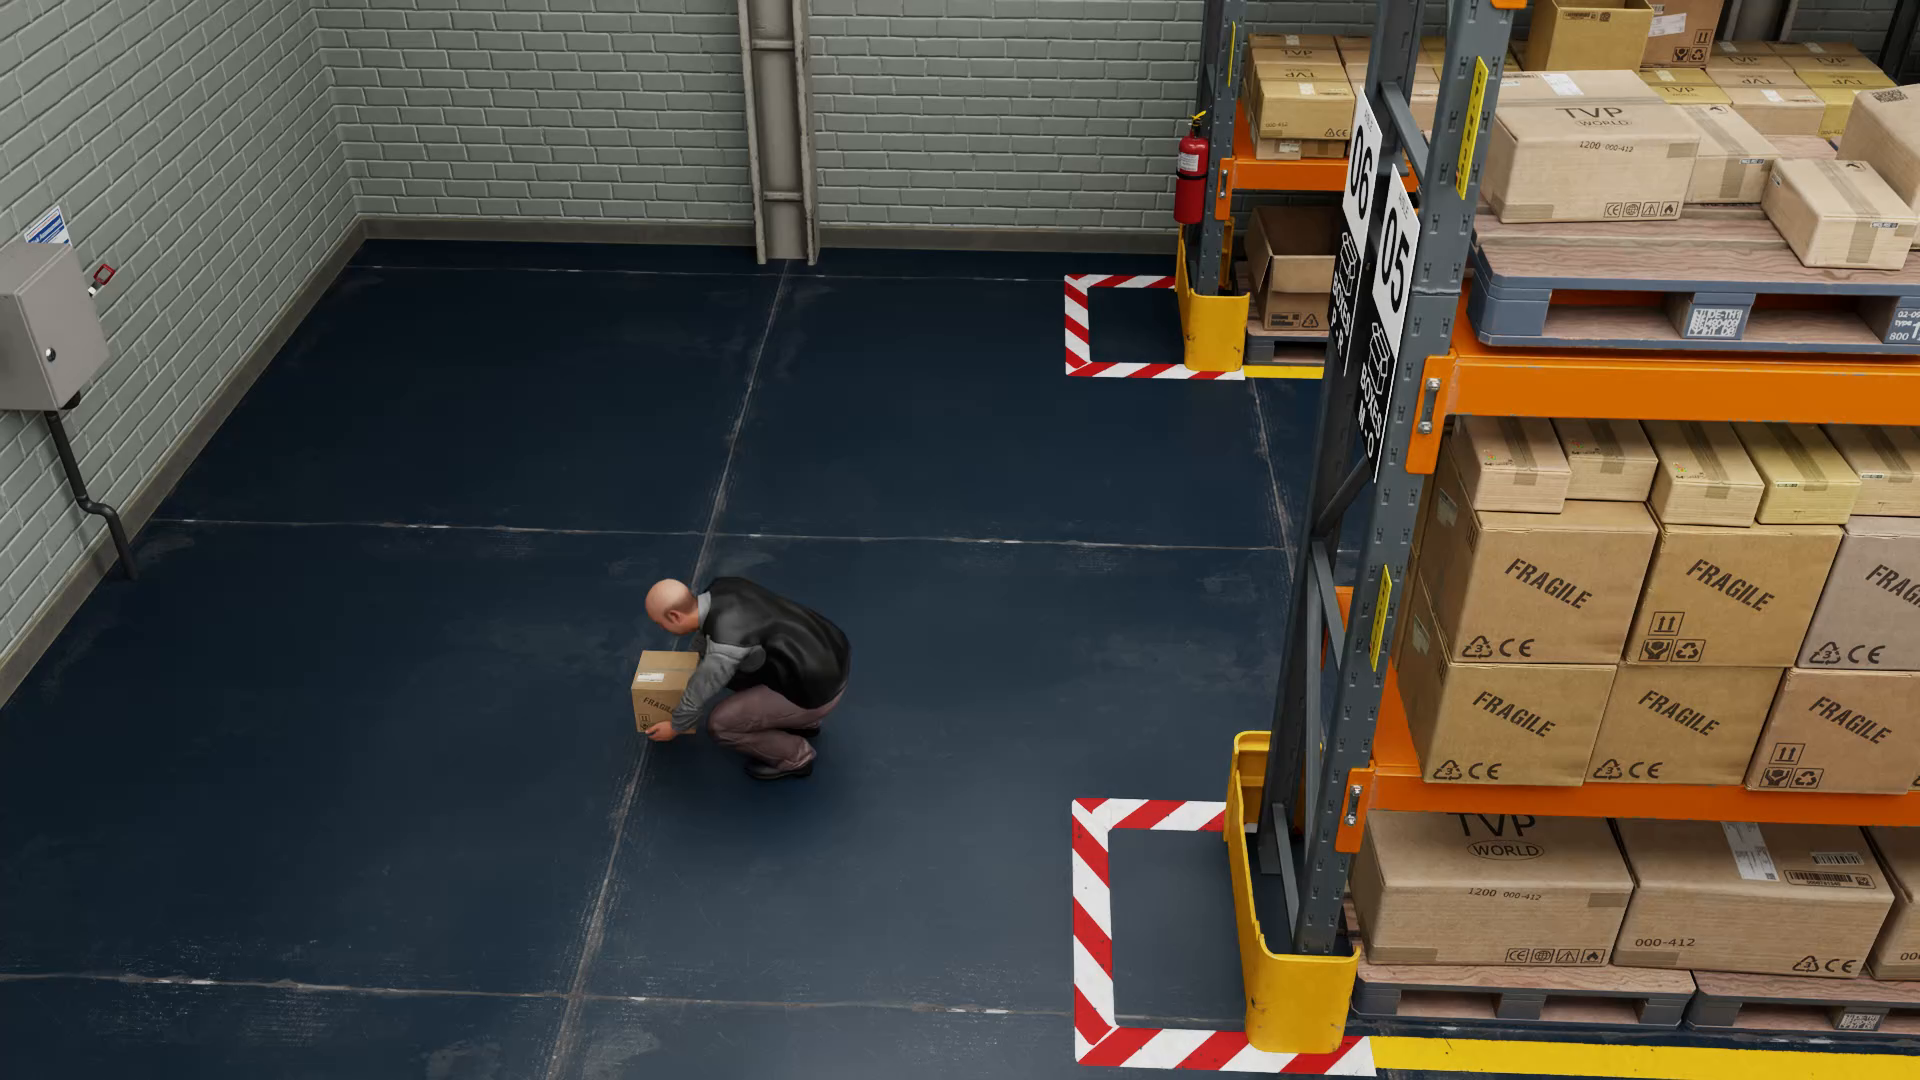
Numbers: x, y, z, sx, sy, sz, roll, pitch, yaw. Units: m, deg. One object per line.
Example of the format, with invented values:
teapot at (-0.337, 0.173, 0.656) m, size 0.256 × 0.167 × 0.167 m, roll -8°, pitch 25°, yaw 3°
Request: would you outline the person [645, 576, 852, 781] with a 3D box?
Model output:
person at (-0.902, 0.545, 7.032) m, size 0.875 × 0.966 × 0.541 m, roll 1°, pitch 35°, yaw 2°
